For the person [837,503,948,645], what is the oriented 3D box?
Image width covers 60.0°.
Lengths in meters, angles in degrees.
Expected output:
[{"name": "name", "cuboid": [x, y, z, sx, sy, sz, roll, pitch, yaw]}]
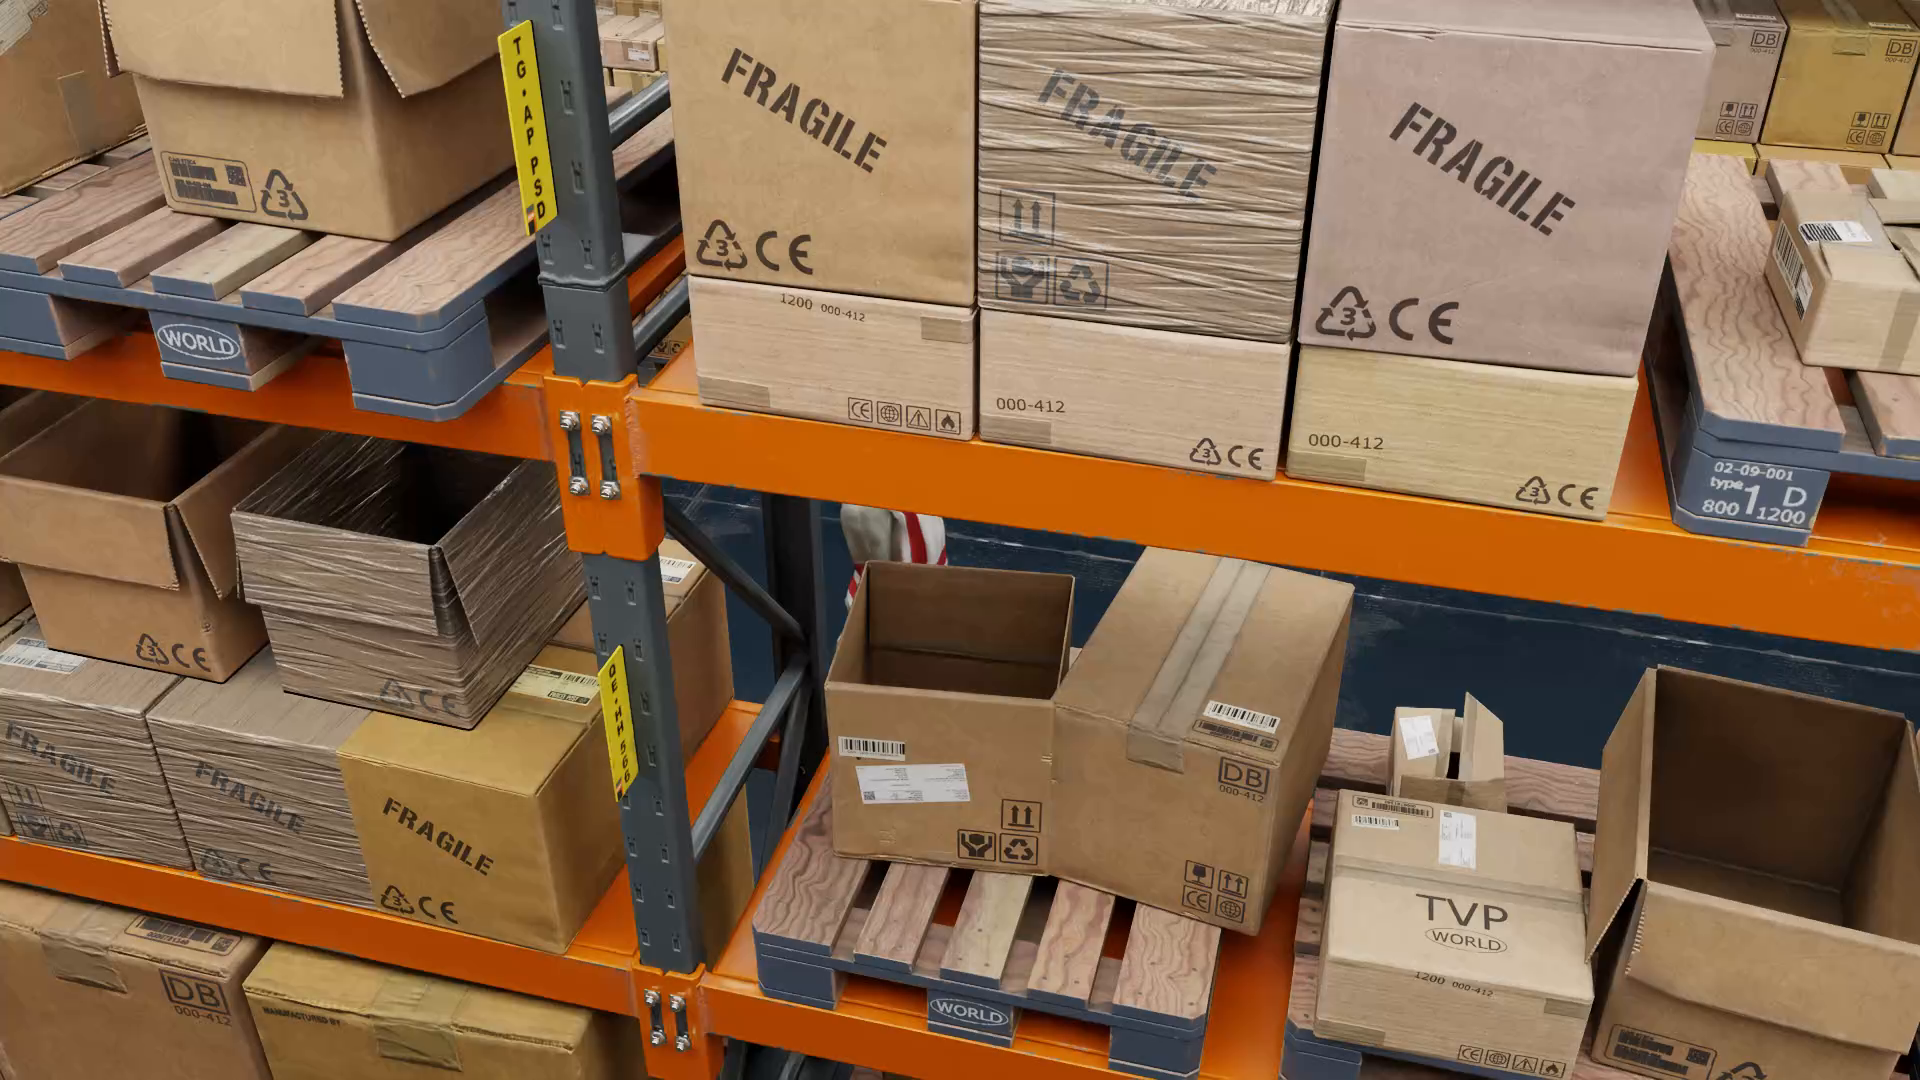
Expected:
[{"name": "person", "cuboid": [-0.276, 0.209, 5.797, 0.451, 1.779, 0.608, 8, 33, 12]}]
